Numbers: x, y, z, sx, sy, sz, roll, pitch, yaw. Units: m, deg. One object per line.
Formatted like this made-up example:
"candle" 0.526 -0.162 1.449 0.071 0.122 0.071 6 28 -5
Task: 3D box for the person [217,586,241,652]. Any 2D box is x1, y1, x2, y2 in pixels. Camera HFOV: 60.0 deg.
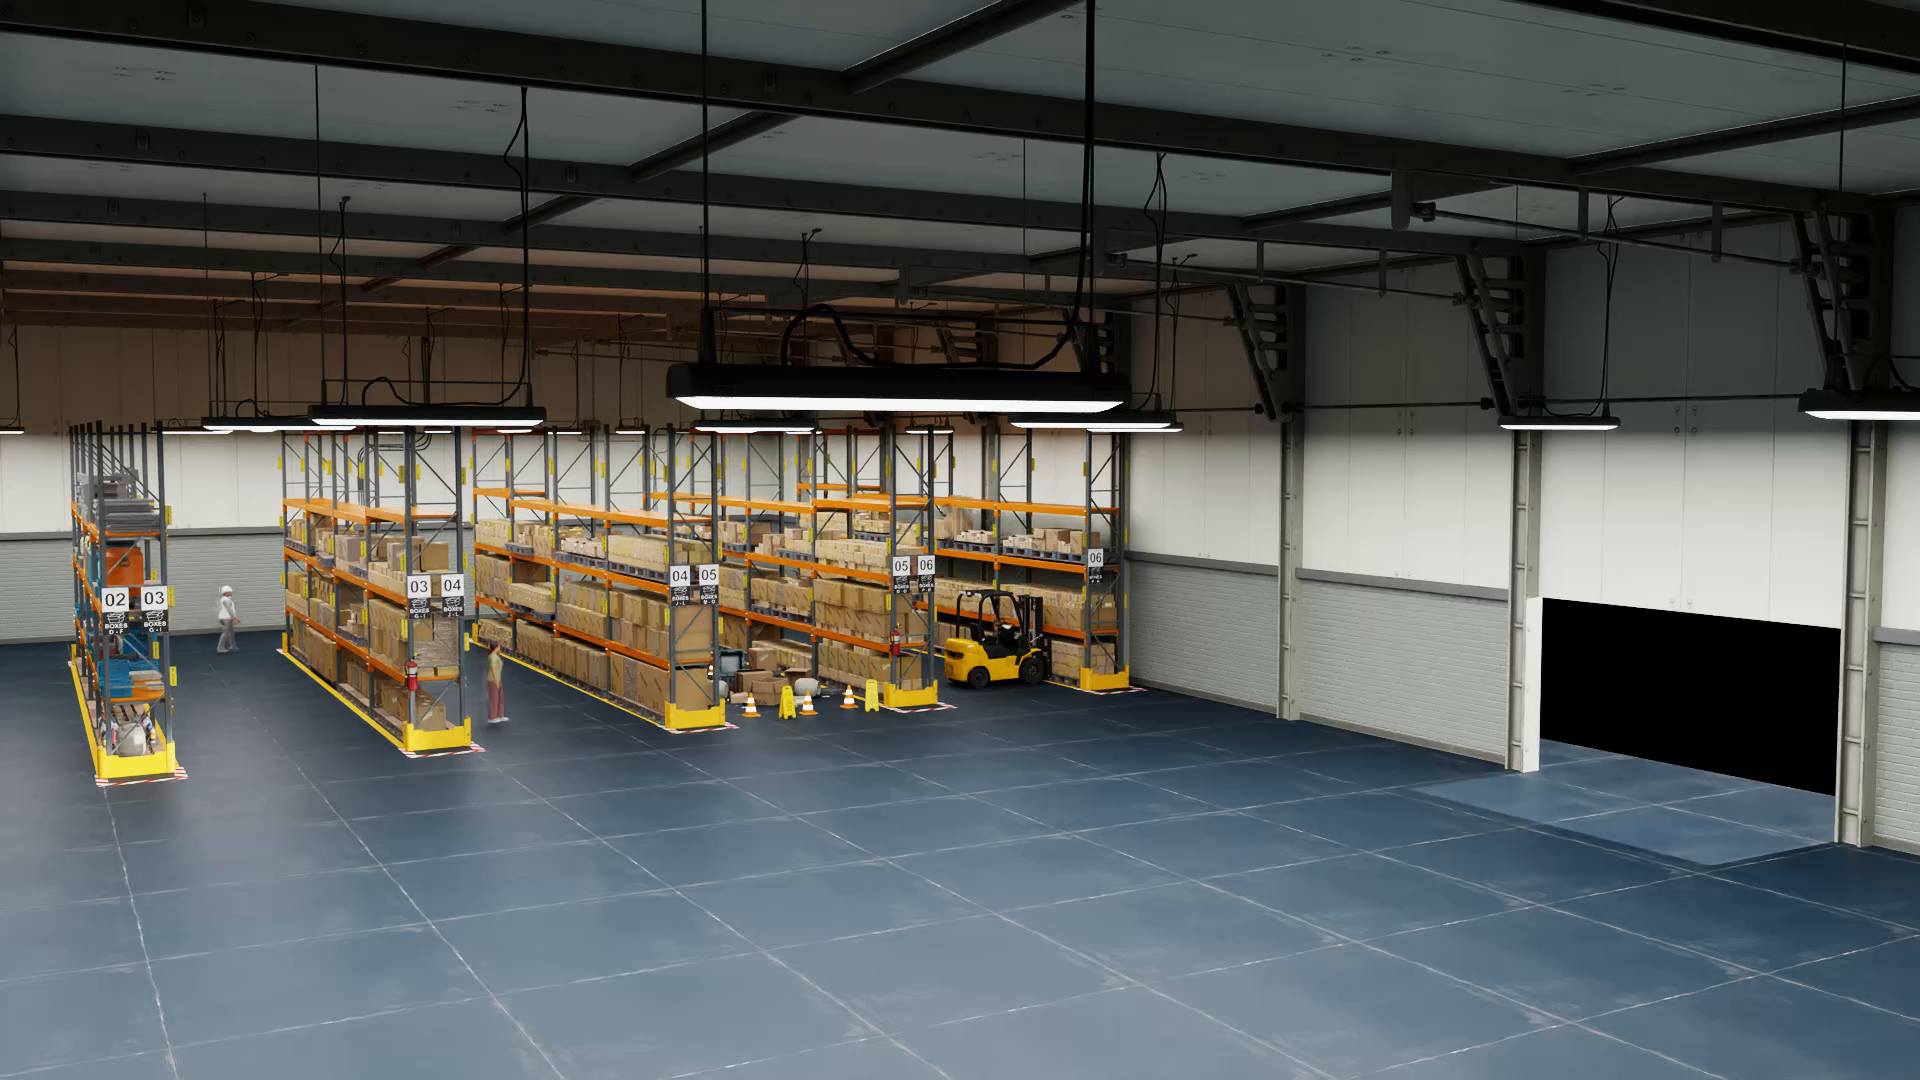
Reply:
"person" -19.419 2.109 44.160 0.631 1.787 0.771 2 4 34

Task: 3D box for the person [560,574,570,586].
"person" -11.440 1.879 48.530 0.575 1.754 0.442 0 4 1

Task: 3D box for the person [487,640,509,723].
"person" -9.292 2.890 33.360 0.396 1.562 0.511 0 4 -3
